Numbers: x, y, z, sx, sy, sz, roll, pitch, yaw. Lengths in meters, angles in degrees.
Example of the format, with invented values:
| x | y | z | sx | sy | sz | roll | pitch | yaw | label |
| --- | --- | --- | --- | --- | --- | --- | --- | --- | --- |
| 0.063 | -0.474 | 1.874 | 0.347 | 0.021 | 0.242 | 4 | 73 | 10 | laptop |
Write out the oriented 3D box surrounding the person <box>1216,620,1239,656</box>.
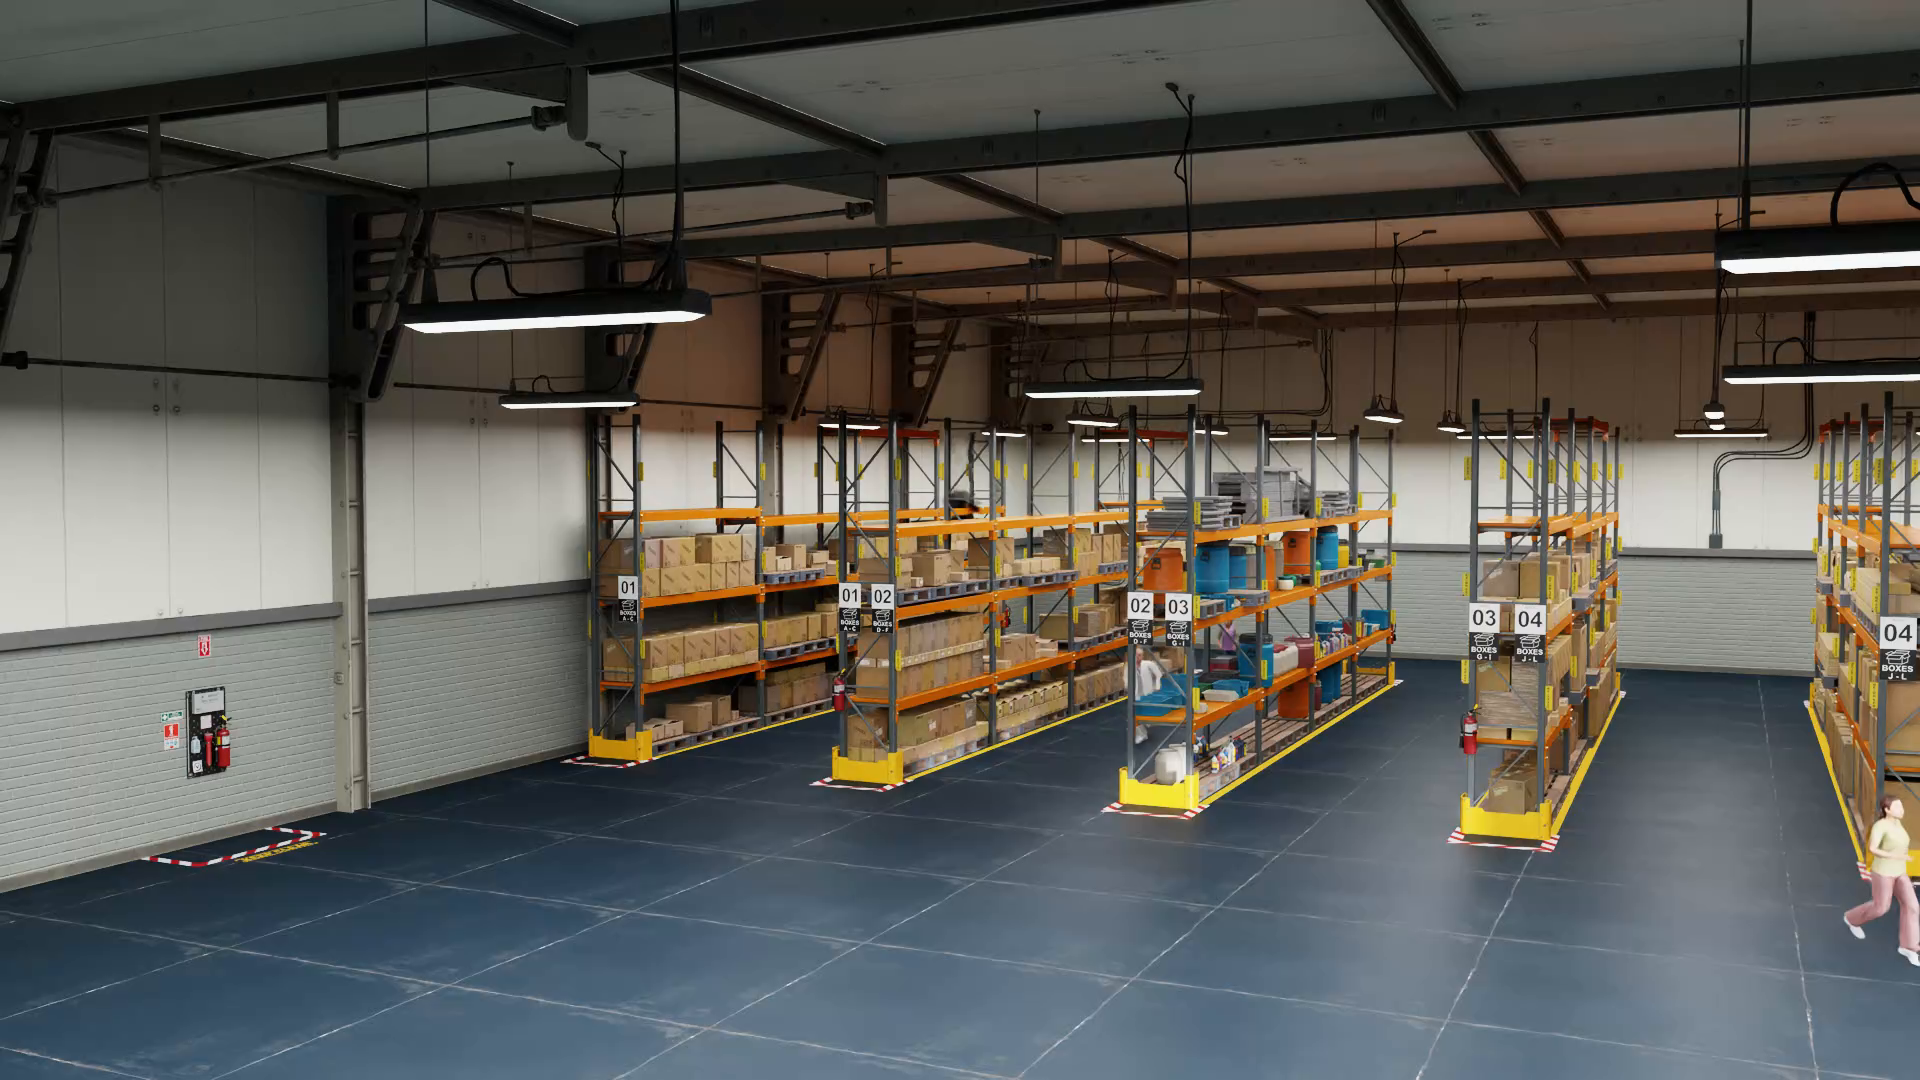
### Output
| x | y | z | sx | sy | sz | roll | pitch | yaw | label |
| --- | --- | --- | --- | --- | --- | --- | --- | --- | --- |
| 6.326 | 2.610 | 39.366 | 0.553 | 1.567 | 0.542 | 1 | 2 | 13 | person |

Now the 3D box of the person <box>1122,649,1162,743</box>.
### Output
| x | y | z | sx | sy | sz | roll | pitch | yaw | label |
| --- | --- | --- | --- | --- | --- | --- | --- | --- | --- |
| 3.392 | 2.886 | 30.958 | 0.741 | 1.742 | 0.757 | 1 | 3 | 20 | person |

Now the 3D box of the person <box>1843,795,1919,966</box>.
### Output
| x | y | z | sx | sy | sz | roll | pitch | yaw | label |
| --- | --- | --- | --- | --- | --- | --- | --- | --- | --- |
| 9.572 | 3.474 | 17.211 | 0.608 | 1.709 | 0.922 | -1 | 3 | -27 | person |

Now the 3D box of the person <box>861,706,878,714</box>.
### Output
| x | y | z | sx | sy | sz | roll | pitch | yaw | label |
| --- | --- | --- | --- | --- | --- | --- | --- | --- | --- |
| -1.691 | 2.914 | 31.197 | 0.615 | 1.649 | 0.643 | 1 | 2 | 16 | person |
